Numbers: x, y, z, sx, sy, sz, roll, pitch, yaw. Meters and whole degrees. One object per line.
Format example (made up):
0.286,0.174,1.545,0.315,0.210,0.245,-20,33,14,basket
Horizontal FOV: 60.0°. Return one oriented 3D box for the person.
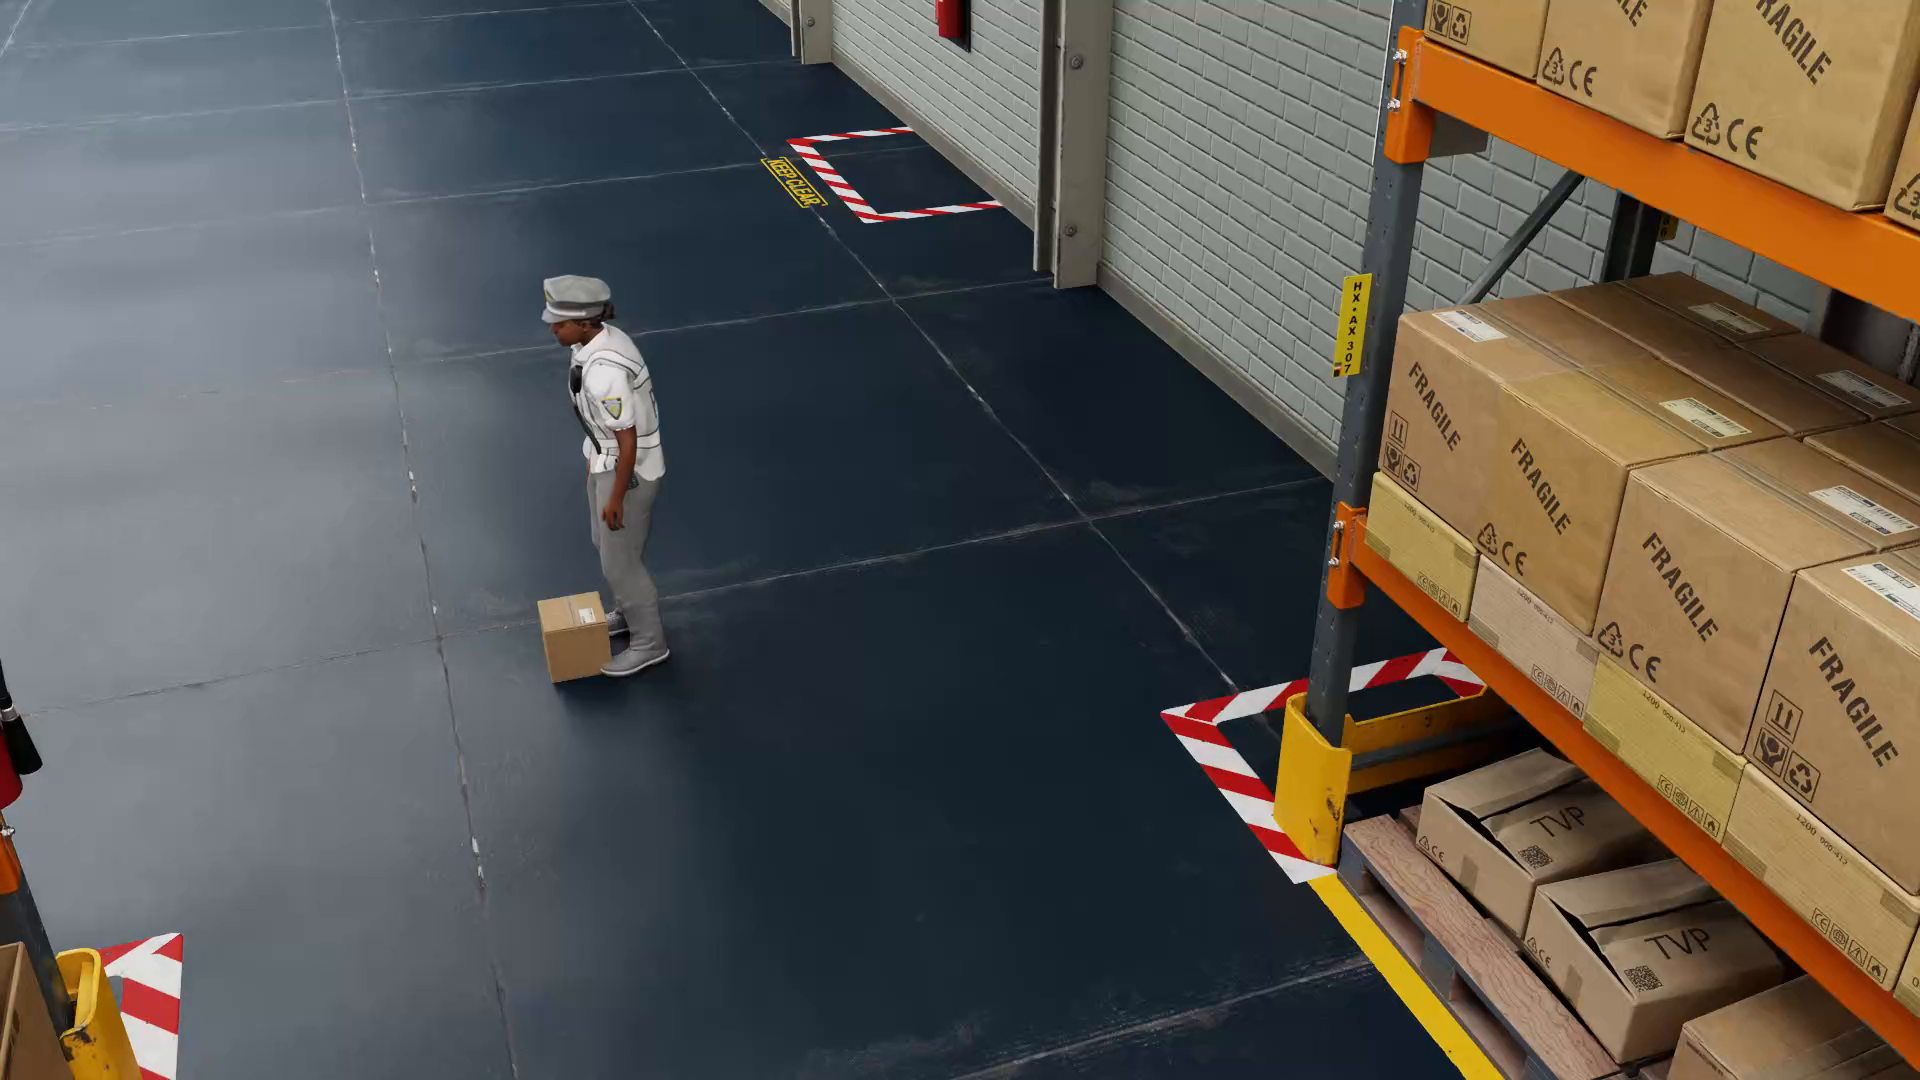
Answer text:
-1.370,-0.259,6.578,0.392,1.660,0.506,-10,32,-17,person
